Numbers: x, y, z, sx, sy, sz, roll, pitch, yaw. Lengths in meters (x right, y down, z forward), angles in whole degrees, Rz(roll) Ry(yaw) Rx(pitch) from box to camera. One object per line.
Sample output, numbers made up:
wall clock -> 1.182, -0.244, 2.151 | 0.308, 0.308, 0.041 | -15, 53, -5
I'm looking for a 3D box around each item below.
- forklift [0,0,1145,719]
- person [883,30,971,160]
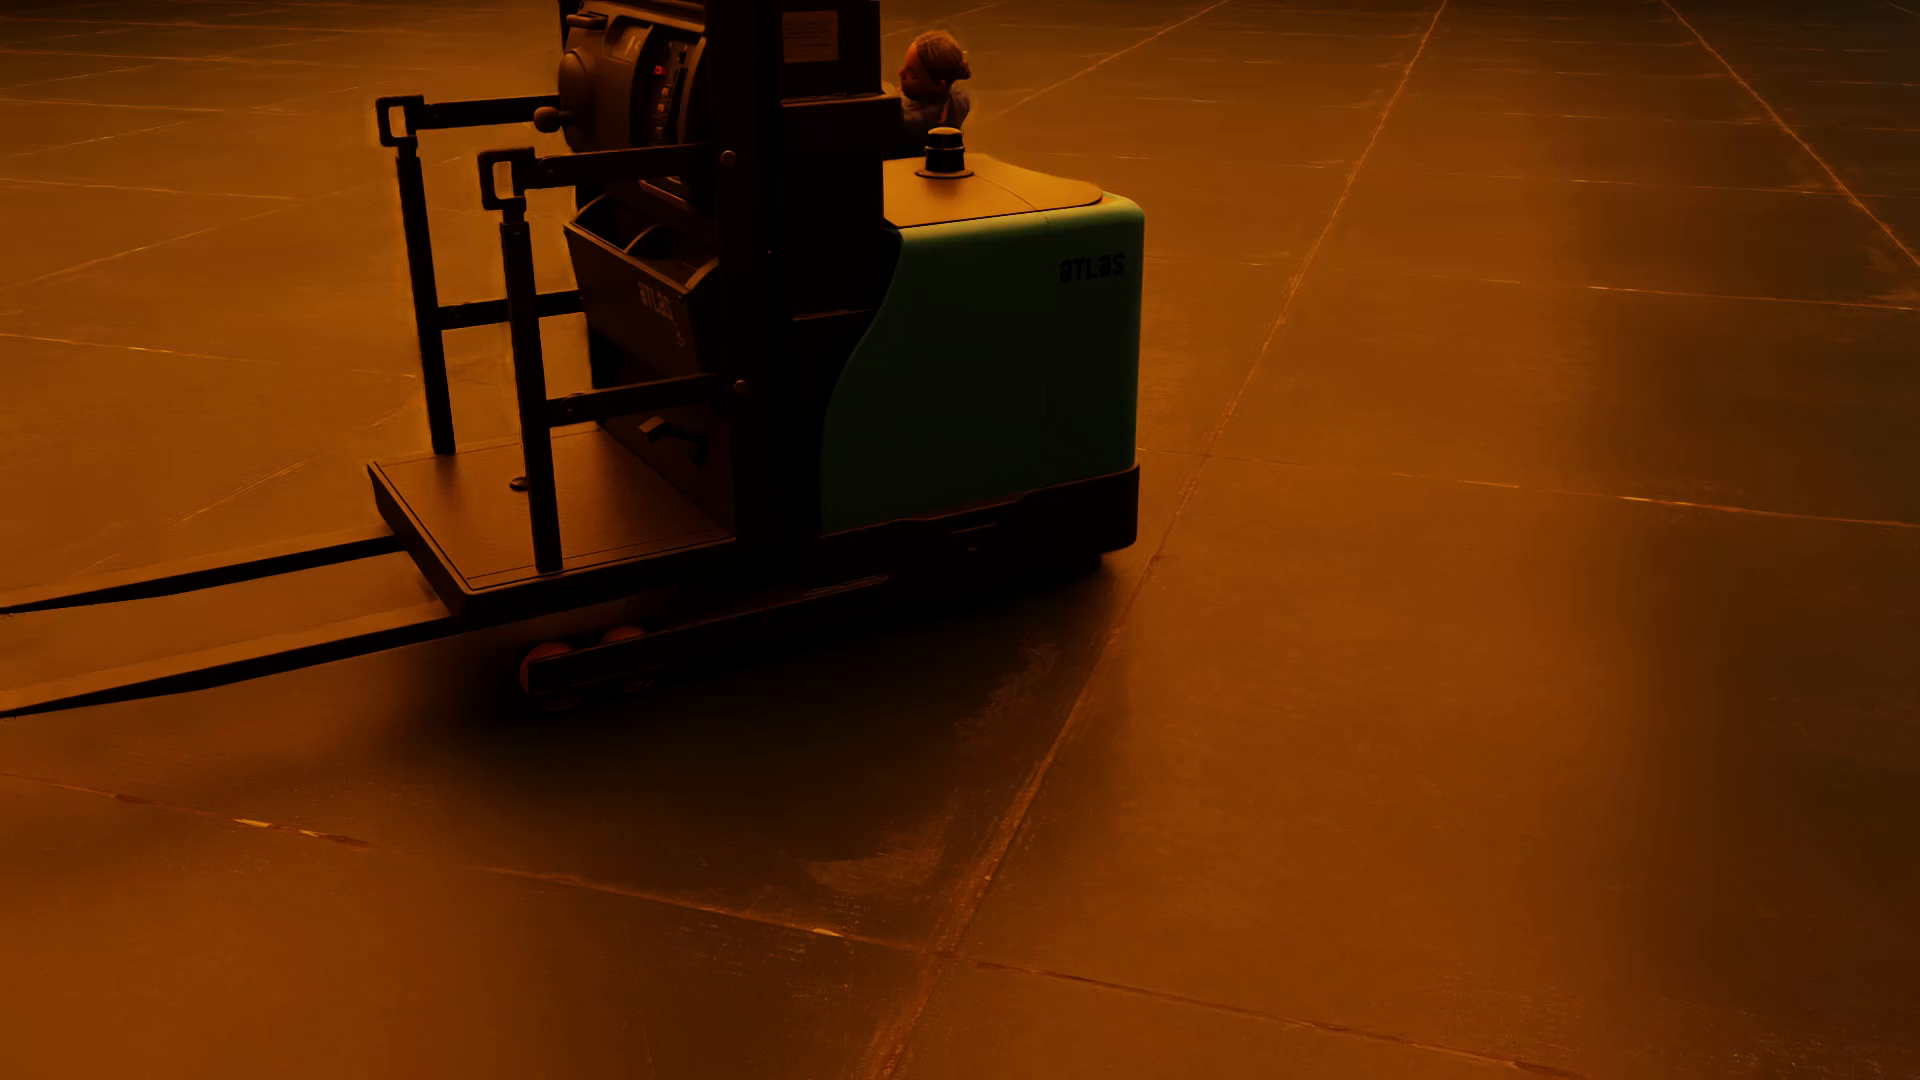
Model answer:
forklift -> -1.008, -1.164, 4.099 | 3.031, 2.935, 1.130 | -13, 26, -28
person -> -0.236, -1.217, 6.092 | 0.686, 1.471, 1.015 | 6, 23, 15
